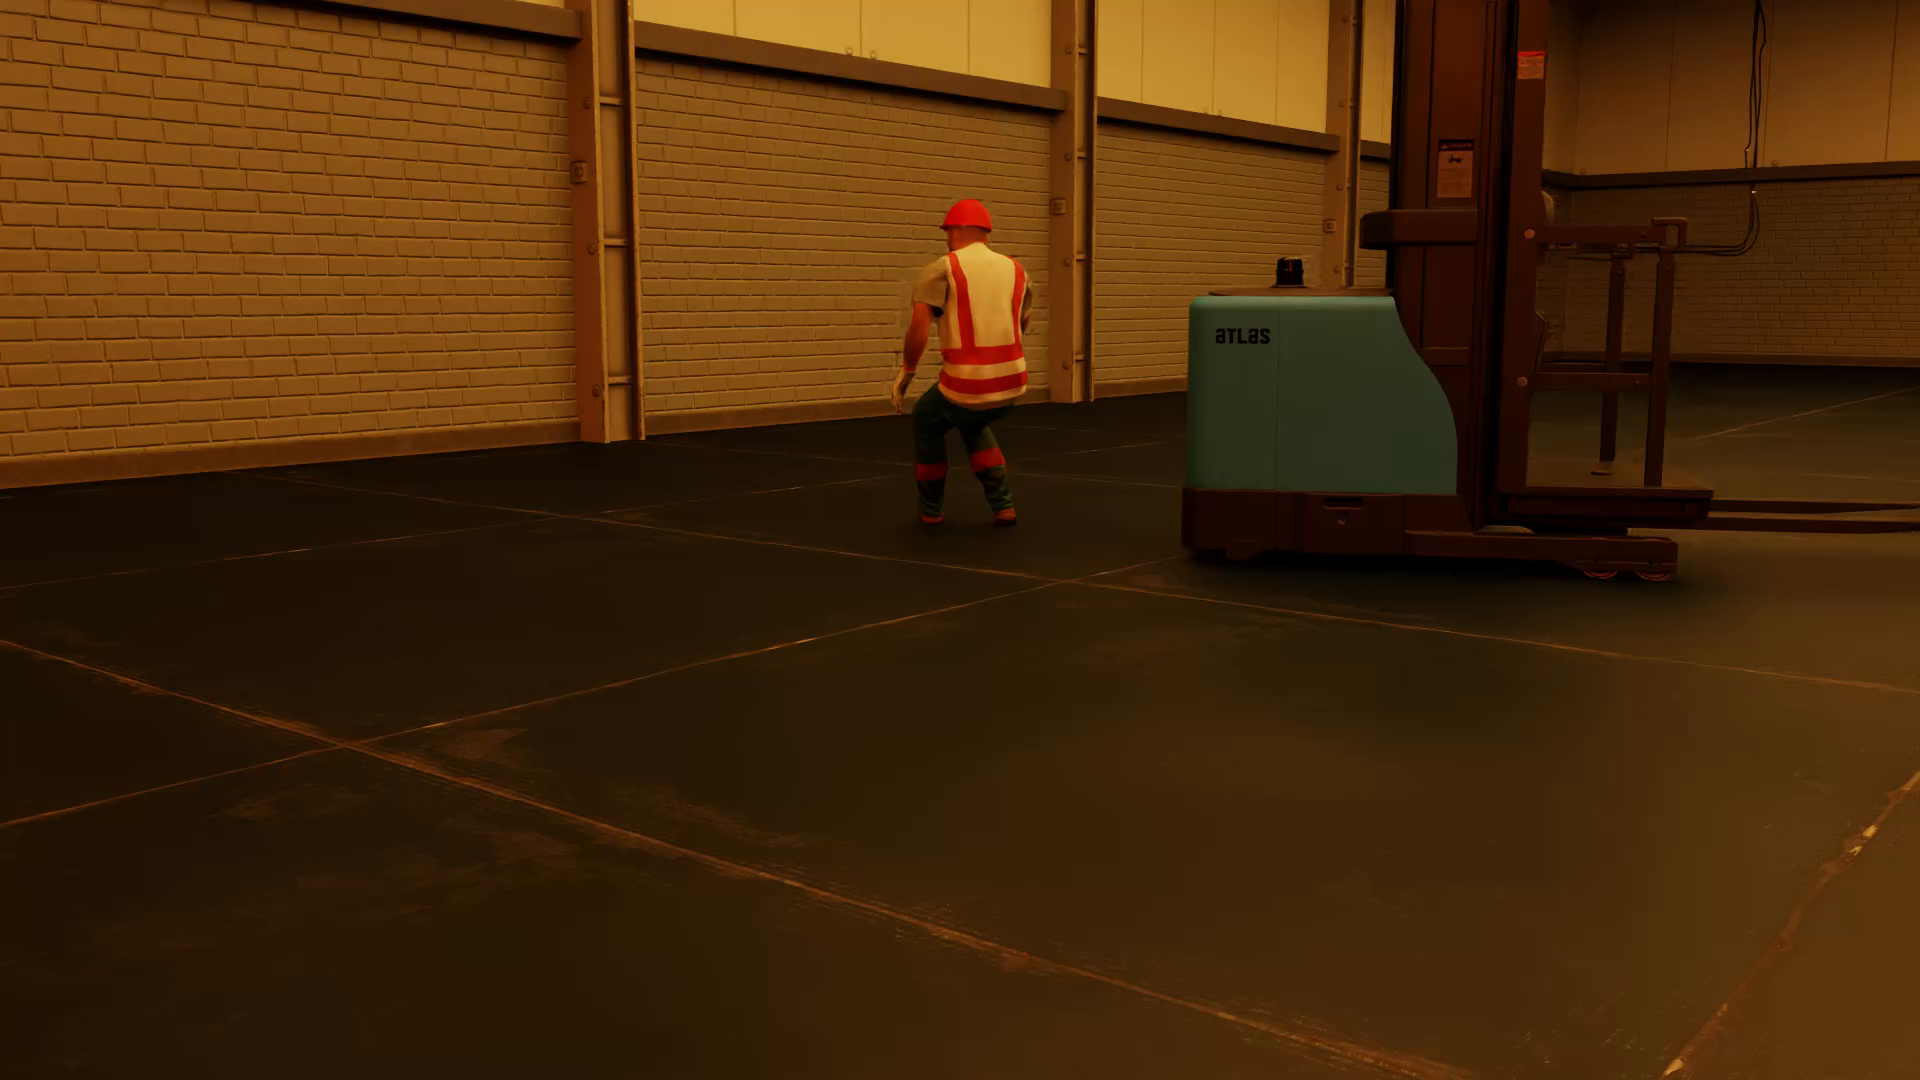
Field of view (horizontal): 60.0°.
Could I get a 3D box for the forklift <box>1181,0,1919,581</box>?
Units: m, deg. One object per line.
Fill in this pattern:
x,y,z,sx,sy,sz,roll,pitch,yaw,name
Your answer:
2.472,-1.377,6.689,3.031,2.935,1.130,2,8,12,forklift

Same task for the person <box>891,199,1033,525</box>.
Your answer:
-0.043,-0.763,7.636,0.813,1.558,0.919,-5,10,-31,person
